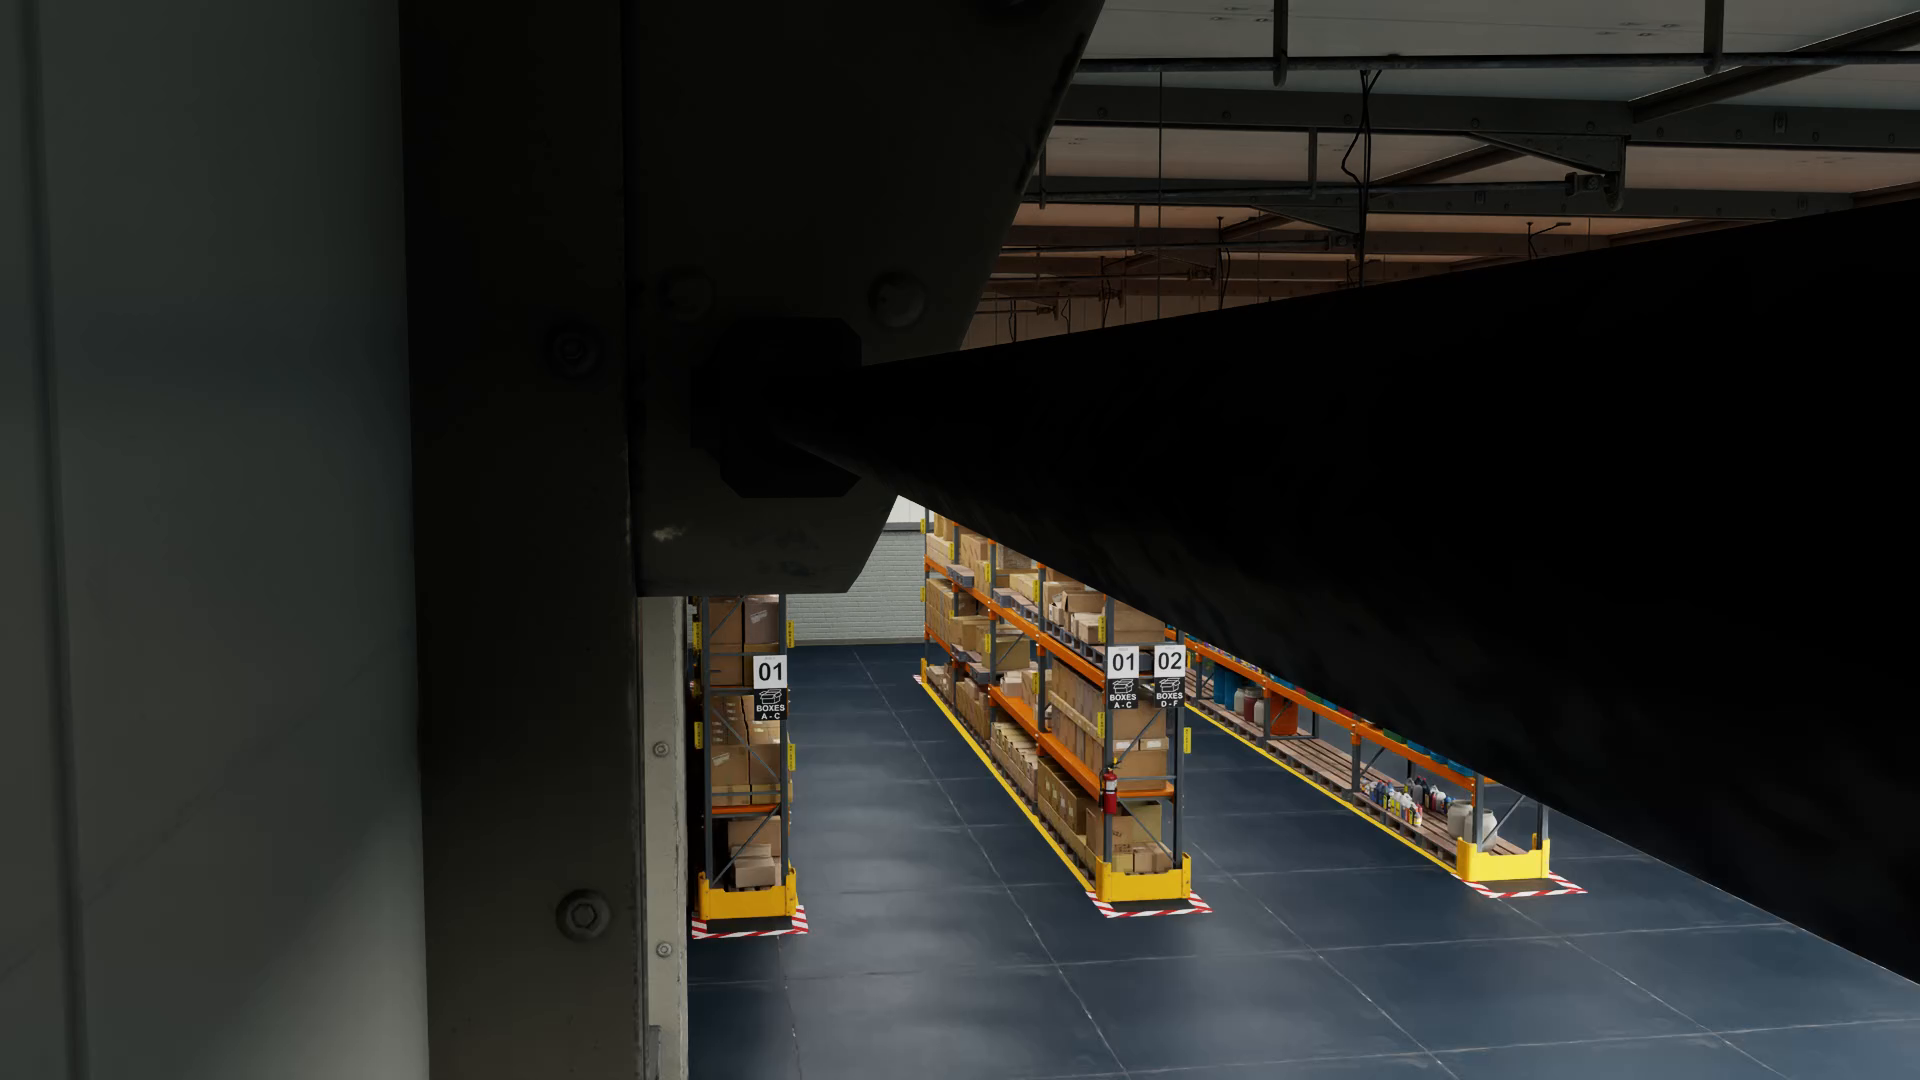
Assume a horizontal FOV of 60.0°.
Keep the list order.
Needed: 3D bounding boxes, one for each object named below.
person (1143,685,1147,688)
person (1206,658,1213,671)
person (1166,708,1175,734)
[{"bbox_3d":[2.931,3.008,27.733,0.461,1.783,0.571,-4,6,-36],"label":"person"},{"bbox_3d":[5.921,2.100,38.110,0.599,1.801,0.434,2,5,20],"label":"person"},{"bbox_3d":[3.884,2.765,31.043,0.381,1.662,0.497,-2,5,-19],"label":"person"}]
